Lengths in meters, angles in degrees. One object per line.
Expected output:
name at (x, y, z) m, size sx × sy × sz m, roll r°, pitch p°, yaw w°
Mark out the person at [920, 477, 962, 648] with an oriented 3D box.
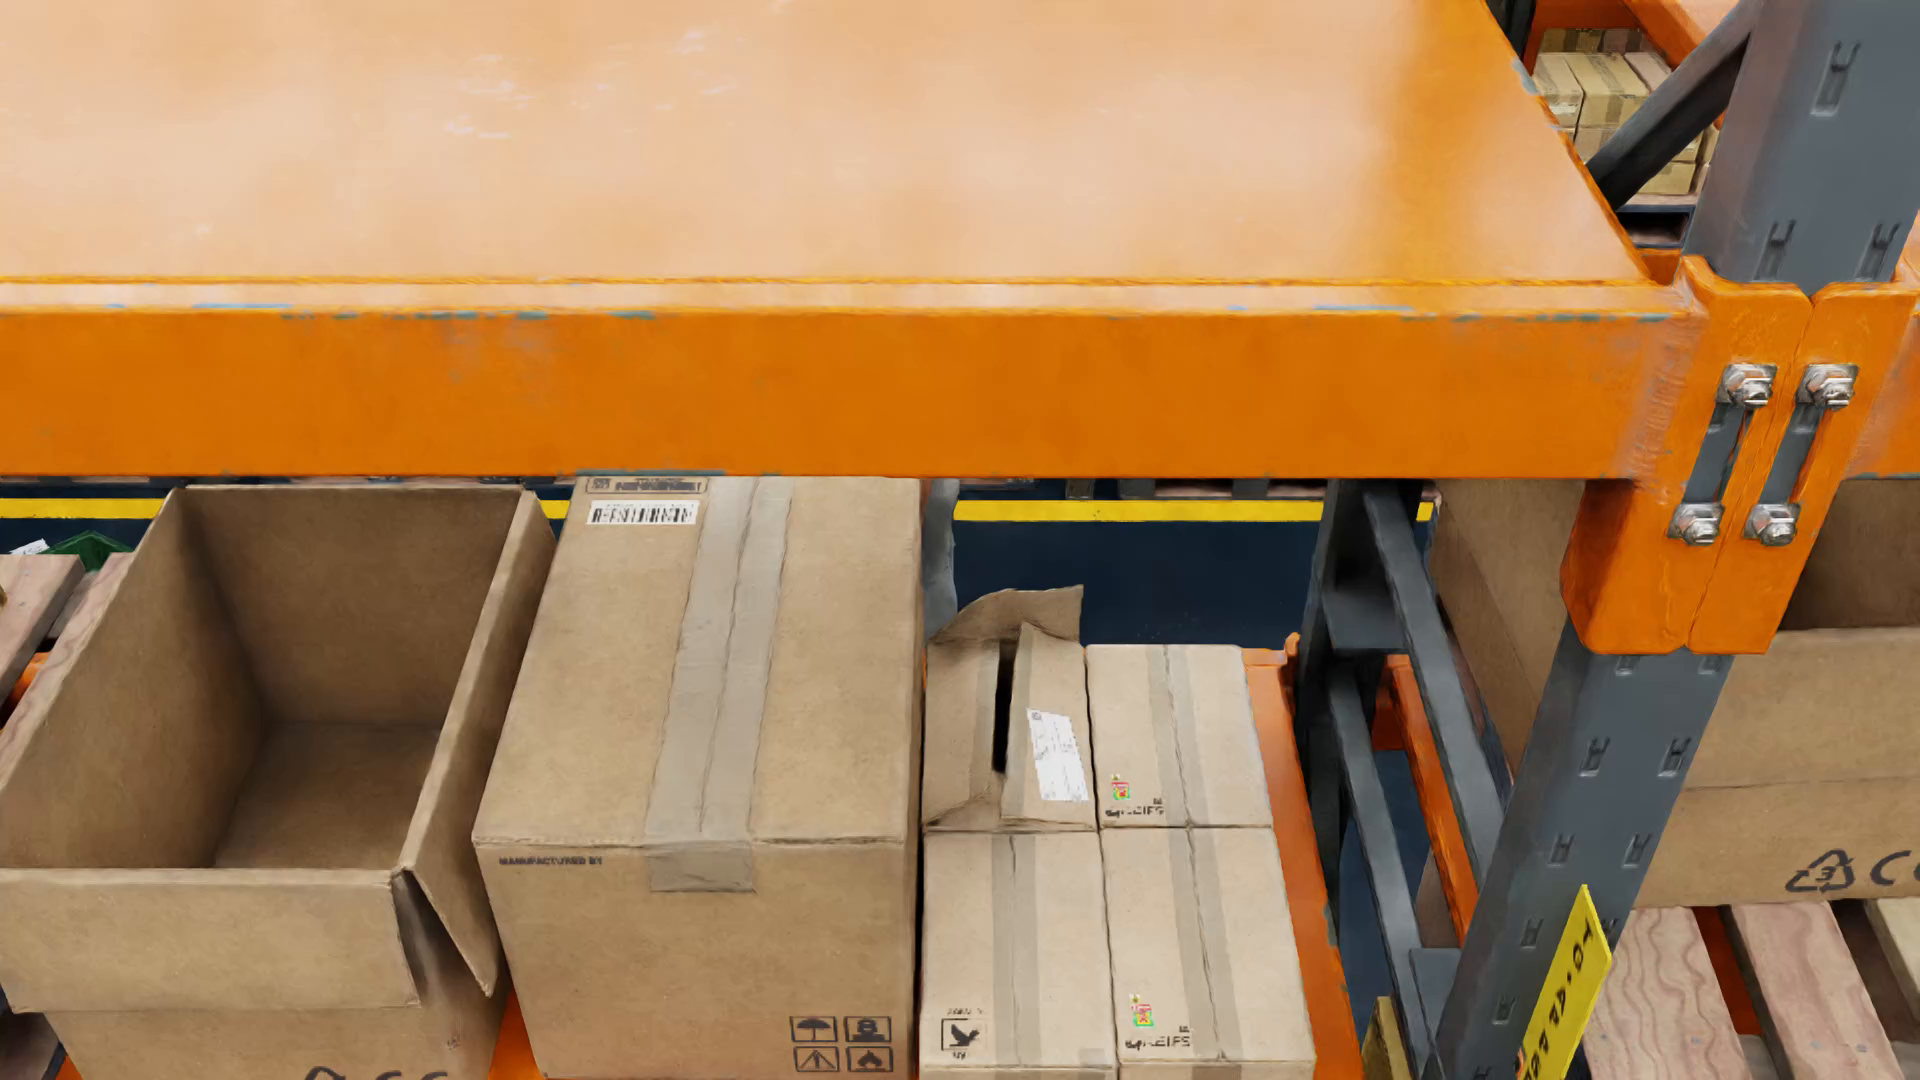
person at (-0.146, -0.240, 6.436) m, size 0.464 × 1.670 × 0.498 m, roll 8°, pitch 40°, yaw 10°
